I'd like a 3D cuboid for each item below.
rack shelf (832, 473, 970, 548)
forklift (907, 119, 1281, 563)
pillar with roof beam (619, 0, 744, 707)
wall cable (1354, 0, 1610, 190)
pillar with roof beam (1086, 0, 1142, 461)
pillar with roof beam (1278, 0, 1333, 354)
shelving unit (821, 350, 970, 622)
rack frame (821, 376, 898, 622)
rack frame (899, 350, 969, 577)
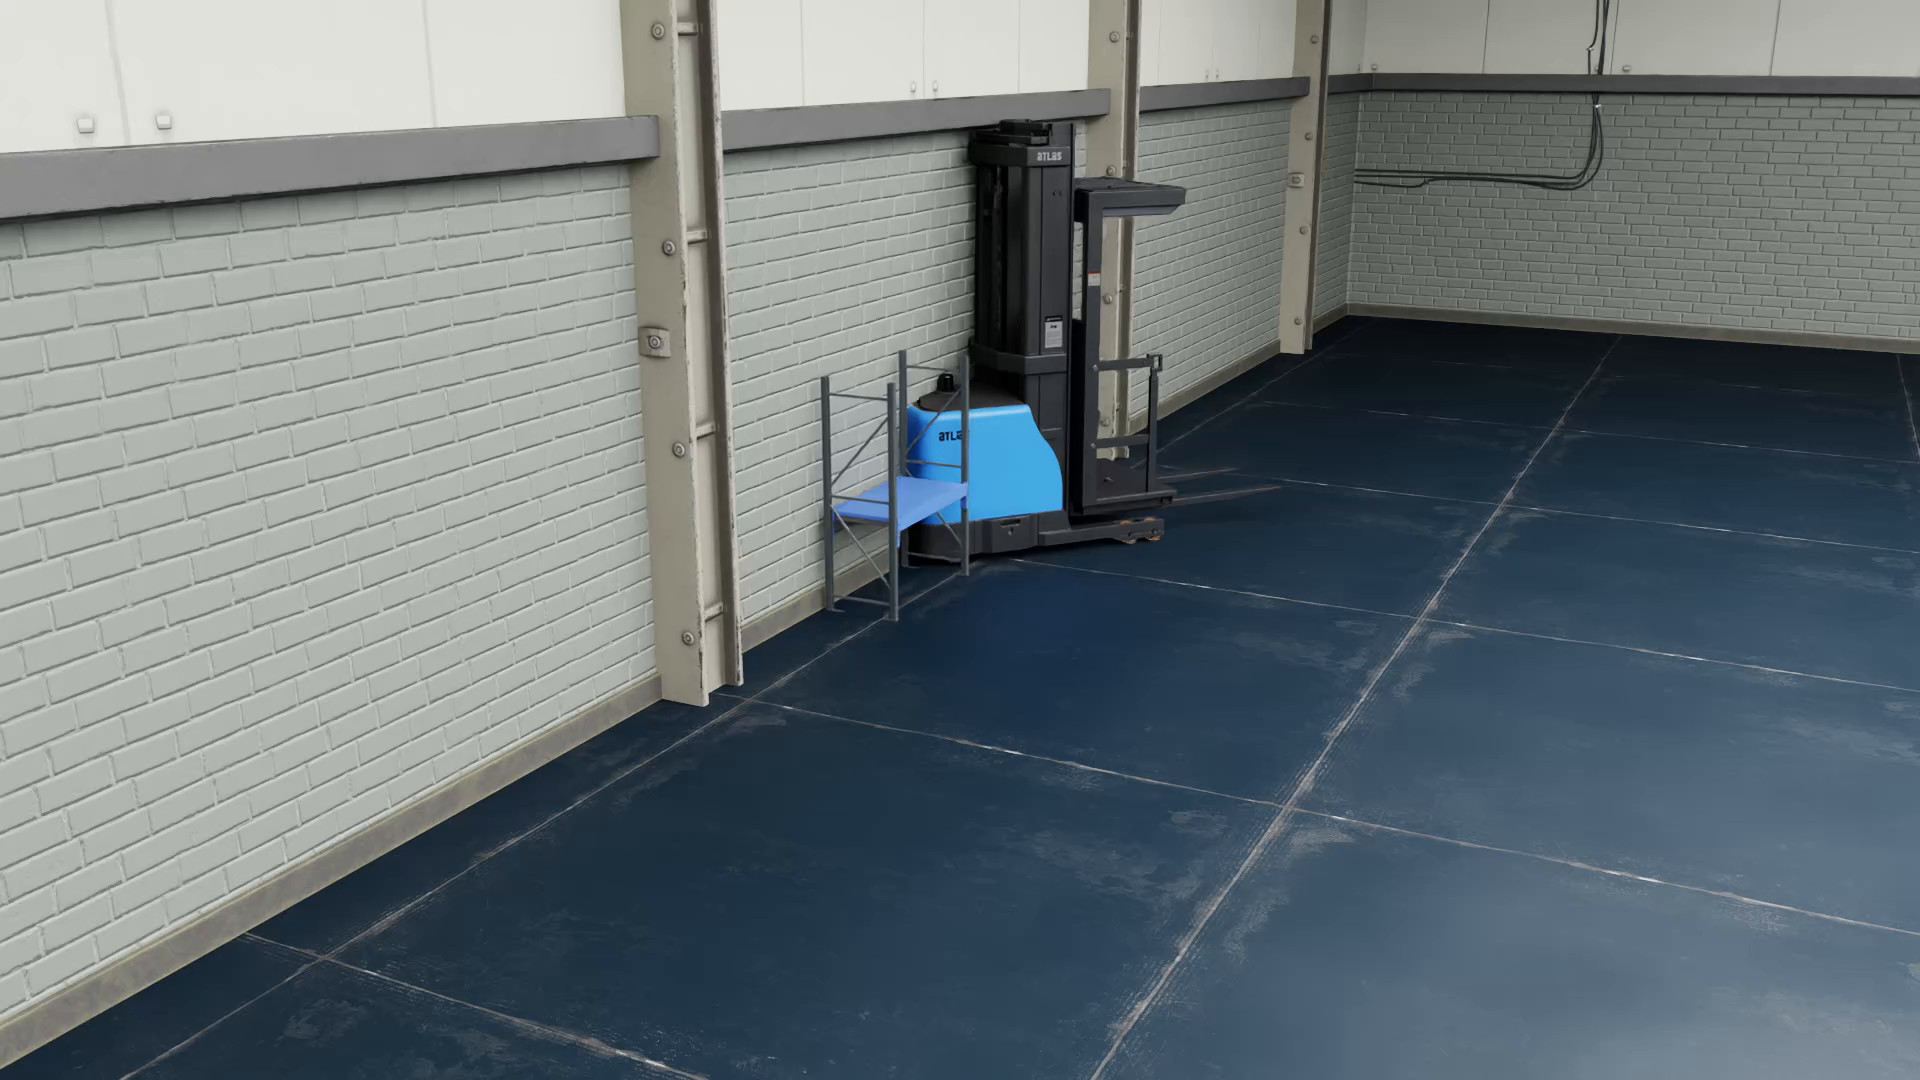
[{"bbox_3d":[-0.394,-0.201,10.699,0.538,0.185,1.000,8,18,25],"label":"rack shelf"},{"bbox_3d":[0.921,-1.506,11.946,3.031,2.935,1.130,-7,18,-23],"label":"forklift"},{"bbox_3d":[2.415,-2.934,6.097,9.100,9.000,0.400,8,18,25],"label":"pillar with roof beam"},{"bbox_3d":[6.425,-5.632,20.634,3.097,2.526,0.112,8,18,25],"label":"wall cable"},{"bbox_3d":[5.096,-4.462,11.243,9.100,9.000,0.400,8,18,25],"label":"pillar with roof beam"},{"bbox_3d":[7.777,-5.990,16.388,9.100,9.000,0.400,8,18,25],"label":"pillar with roof beam"},{"bbox_3d":[-0.394,-0.373,10.647,0.538,1.500,1.048,8,18,25],"label":"shelving unit"},{"bbox_3d":[-0.614,-0.243,10.208,0.500,1.500,0.032,8,18,25],"label":"rack frame"},{"bbox_3d":[-0.173,-0.504,11.086,0.500,1.500,0.032,8,18,25],"label":"rack frame"}]
